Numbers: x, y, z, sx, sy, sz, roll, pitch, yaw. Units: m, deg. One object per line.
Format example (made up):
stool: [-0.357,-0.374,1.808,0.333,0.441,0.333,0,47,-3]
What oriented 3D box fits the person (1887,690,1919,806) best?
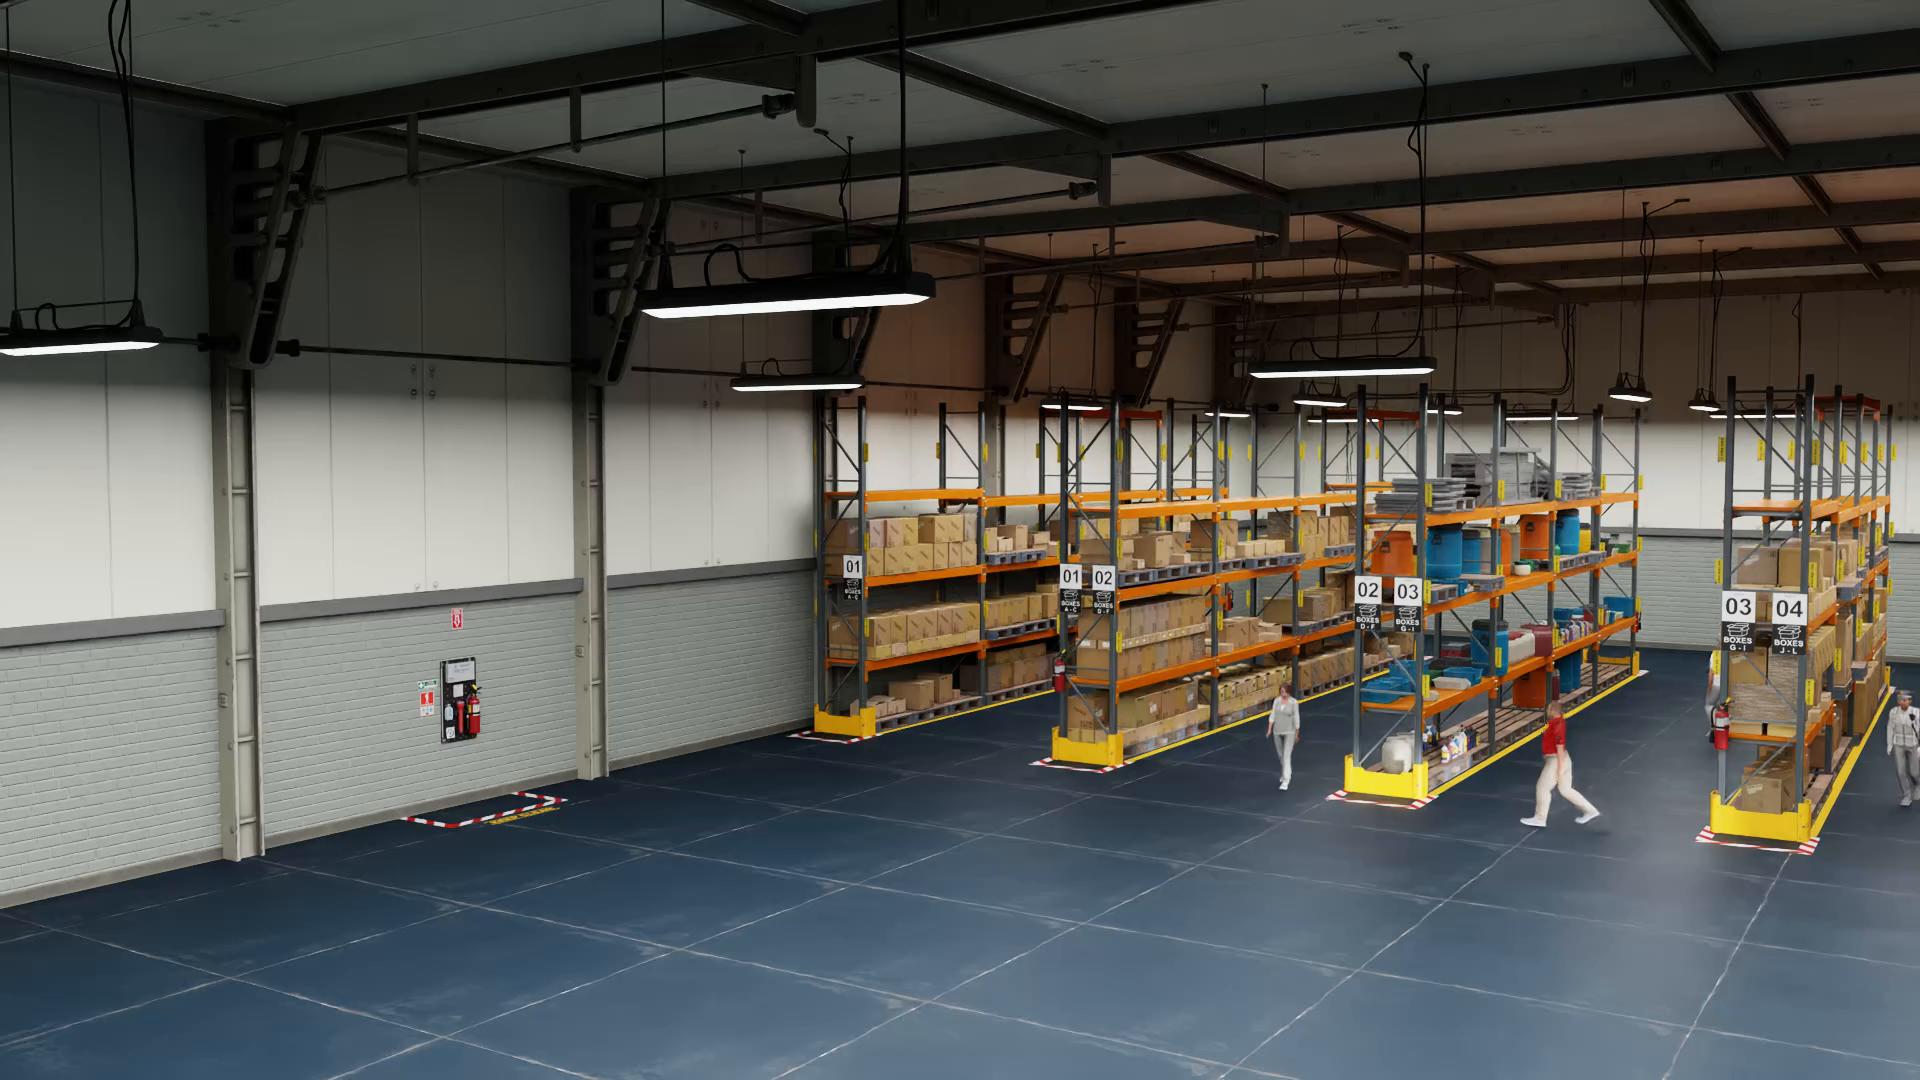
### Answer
person: [13.525,2.938,23.704,0.550,1.655,0.564,3,4,44]

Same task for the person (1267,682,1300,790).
person: [4.858,2.913,24.899,0.414,1.556,0.777,2,4,38]

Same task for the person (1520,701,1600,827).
person: [8.008,2.983,22.157,0.986,1.683,0.559,1,3,26]

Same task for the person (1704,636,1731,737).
person: [13.439,2.605,29.296,0.574,1.811,0.403,0,3,-1]
